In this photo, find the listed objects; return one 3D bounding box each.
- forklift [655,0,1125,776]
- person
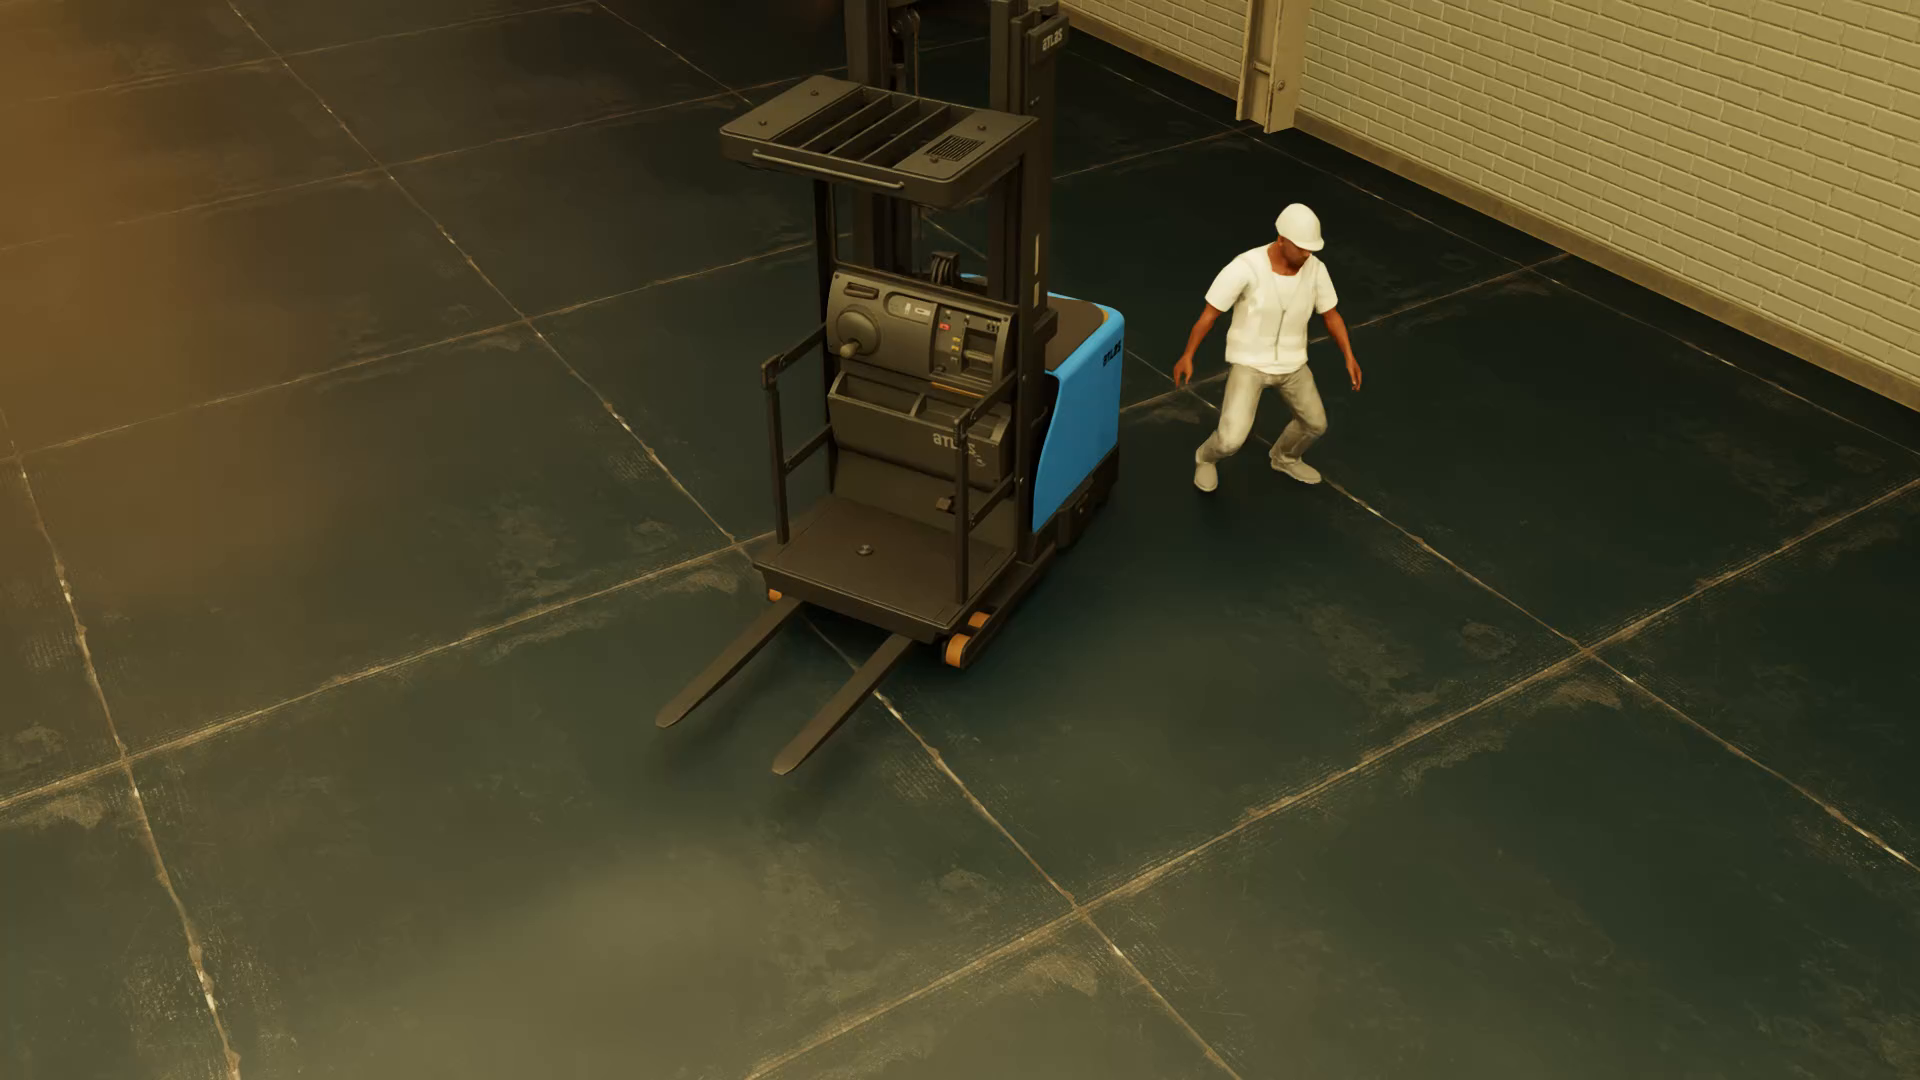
[{"bbox_3d":[-0.296,-0.892,7.418,1.130,2.935,3.031,18,39,23],"label":"forklift"},{"bbox_3d":[1.602,-0.937,8.597,0.968,1.664,0.538,-6,36,-8],"label":"person"}]
